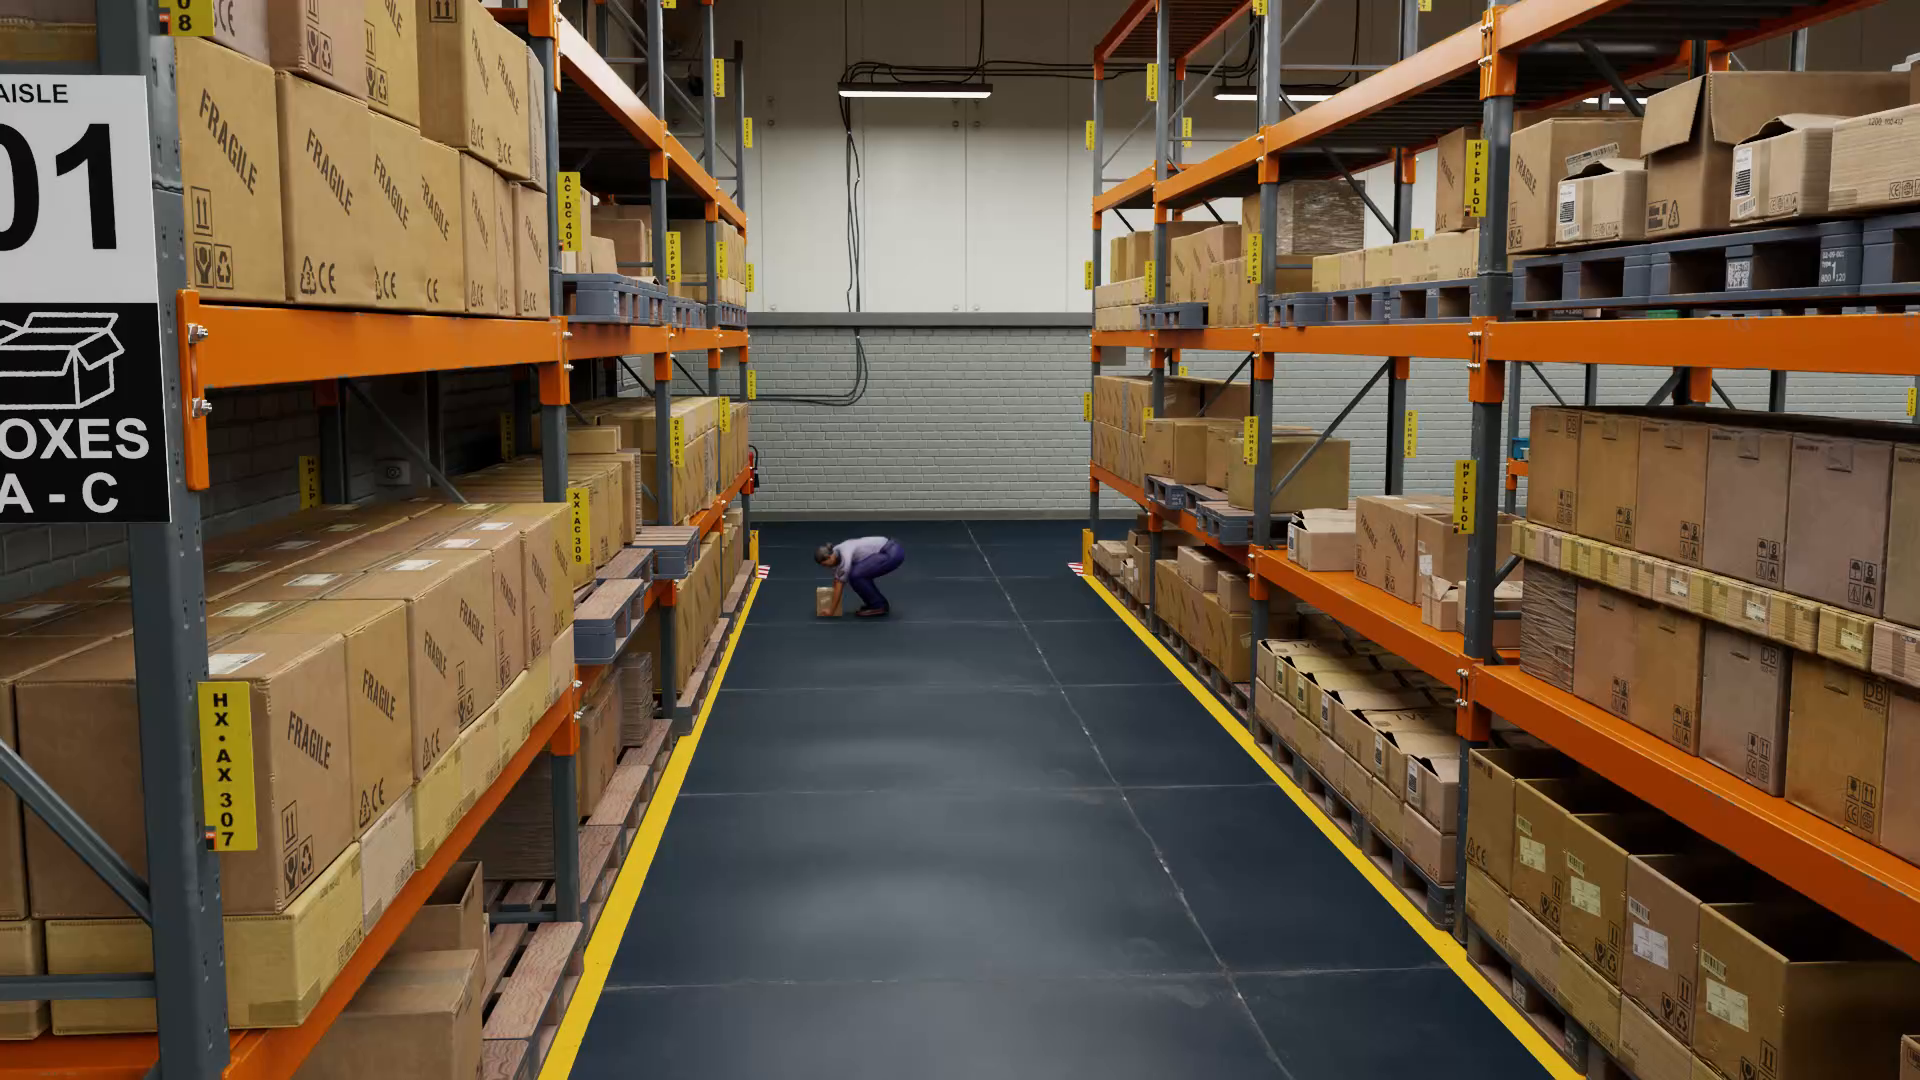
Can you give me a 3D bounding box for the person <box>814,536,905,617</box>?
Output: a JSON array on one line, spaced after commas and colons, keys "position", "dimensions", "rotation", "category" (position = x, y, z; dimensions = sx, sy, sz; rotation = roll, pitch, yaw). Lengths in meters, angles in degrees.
[{"position": [-0.996, 0.361, 16.527], "dimensions": [0.905, 0.784, 0.509], "rotation": [-1, 7, -6], "category": "person"}]
